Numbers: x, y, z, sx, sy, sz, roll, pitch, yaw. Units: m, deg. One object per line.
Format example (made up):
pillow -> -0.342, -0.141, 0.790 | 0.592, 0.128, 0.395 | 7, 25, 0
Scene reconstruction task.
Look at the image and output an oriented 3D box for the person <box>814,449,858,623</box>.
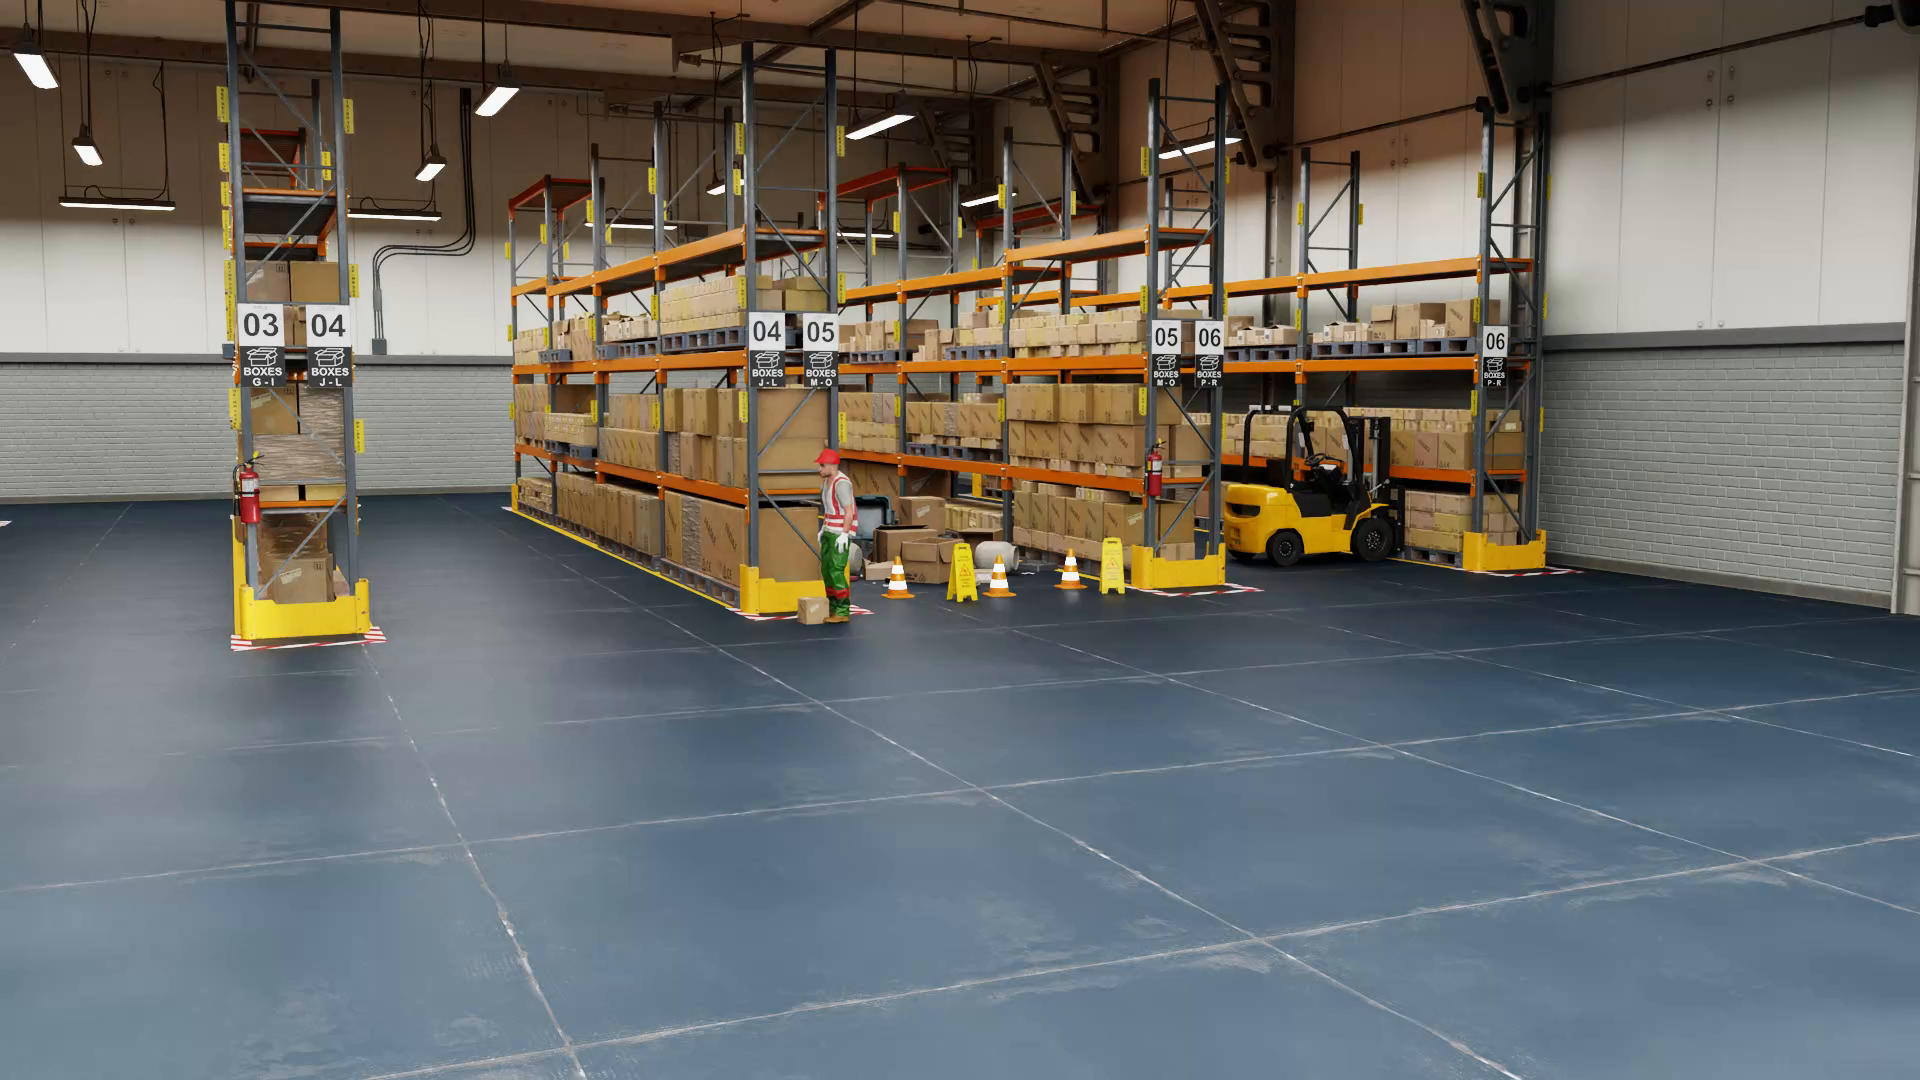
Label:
person -> -1.298, -0.044, 17.101 | 0.451, 1.777, 0.610 | -3, 6, -27
